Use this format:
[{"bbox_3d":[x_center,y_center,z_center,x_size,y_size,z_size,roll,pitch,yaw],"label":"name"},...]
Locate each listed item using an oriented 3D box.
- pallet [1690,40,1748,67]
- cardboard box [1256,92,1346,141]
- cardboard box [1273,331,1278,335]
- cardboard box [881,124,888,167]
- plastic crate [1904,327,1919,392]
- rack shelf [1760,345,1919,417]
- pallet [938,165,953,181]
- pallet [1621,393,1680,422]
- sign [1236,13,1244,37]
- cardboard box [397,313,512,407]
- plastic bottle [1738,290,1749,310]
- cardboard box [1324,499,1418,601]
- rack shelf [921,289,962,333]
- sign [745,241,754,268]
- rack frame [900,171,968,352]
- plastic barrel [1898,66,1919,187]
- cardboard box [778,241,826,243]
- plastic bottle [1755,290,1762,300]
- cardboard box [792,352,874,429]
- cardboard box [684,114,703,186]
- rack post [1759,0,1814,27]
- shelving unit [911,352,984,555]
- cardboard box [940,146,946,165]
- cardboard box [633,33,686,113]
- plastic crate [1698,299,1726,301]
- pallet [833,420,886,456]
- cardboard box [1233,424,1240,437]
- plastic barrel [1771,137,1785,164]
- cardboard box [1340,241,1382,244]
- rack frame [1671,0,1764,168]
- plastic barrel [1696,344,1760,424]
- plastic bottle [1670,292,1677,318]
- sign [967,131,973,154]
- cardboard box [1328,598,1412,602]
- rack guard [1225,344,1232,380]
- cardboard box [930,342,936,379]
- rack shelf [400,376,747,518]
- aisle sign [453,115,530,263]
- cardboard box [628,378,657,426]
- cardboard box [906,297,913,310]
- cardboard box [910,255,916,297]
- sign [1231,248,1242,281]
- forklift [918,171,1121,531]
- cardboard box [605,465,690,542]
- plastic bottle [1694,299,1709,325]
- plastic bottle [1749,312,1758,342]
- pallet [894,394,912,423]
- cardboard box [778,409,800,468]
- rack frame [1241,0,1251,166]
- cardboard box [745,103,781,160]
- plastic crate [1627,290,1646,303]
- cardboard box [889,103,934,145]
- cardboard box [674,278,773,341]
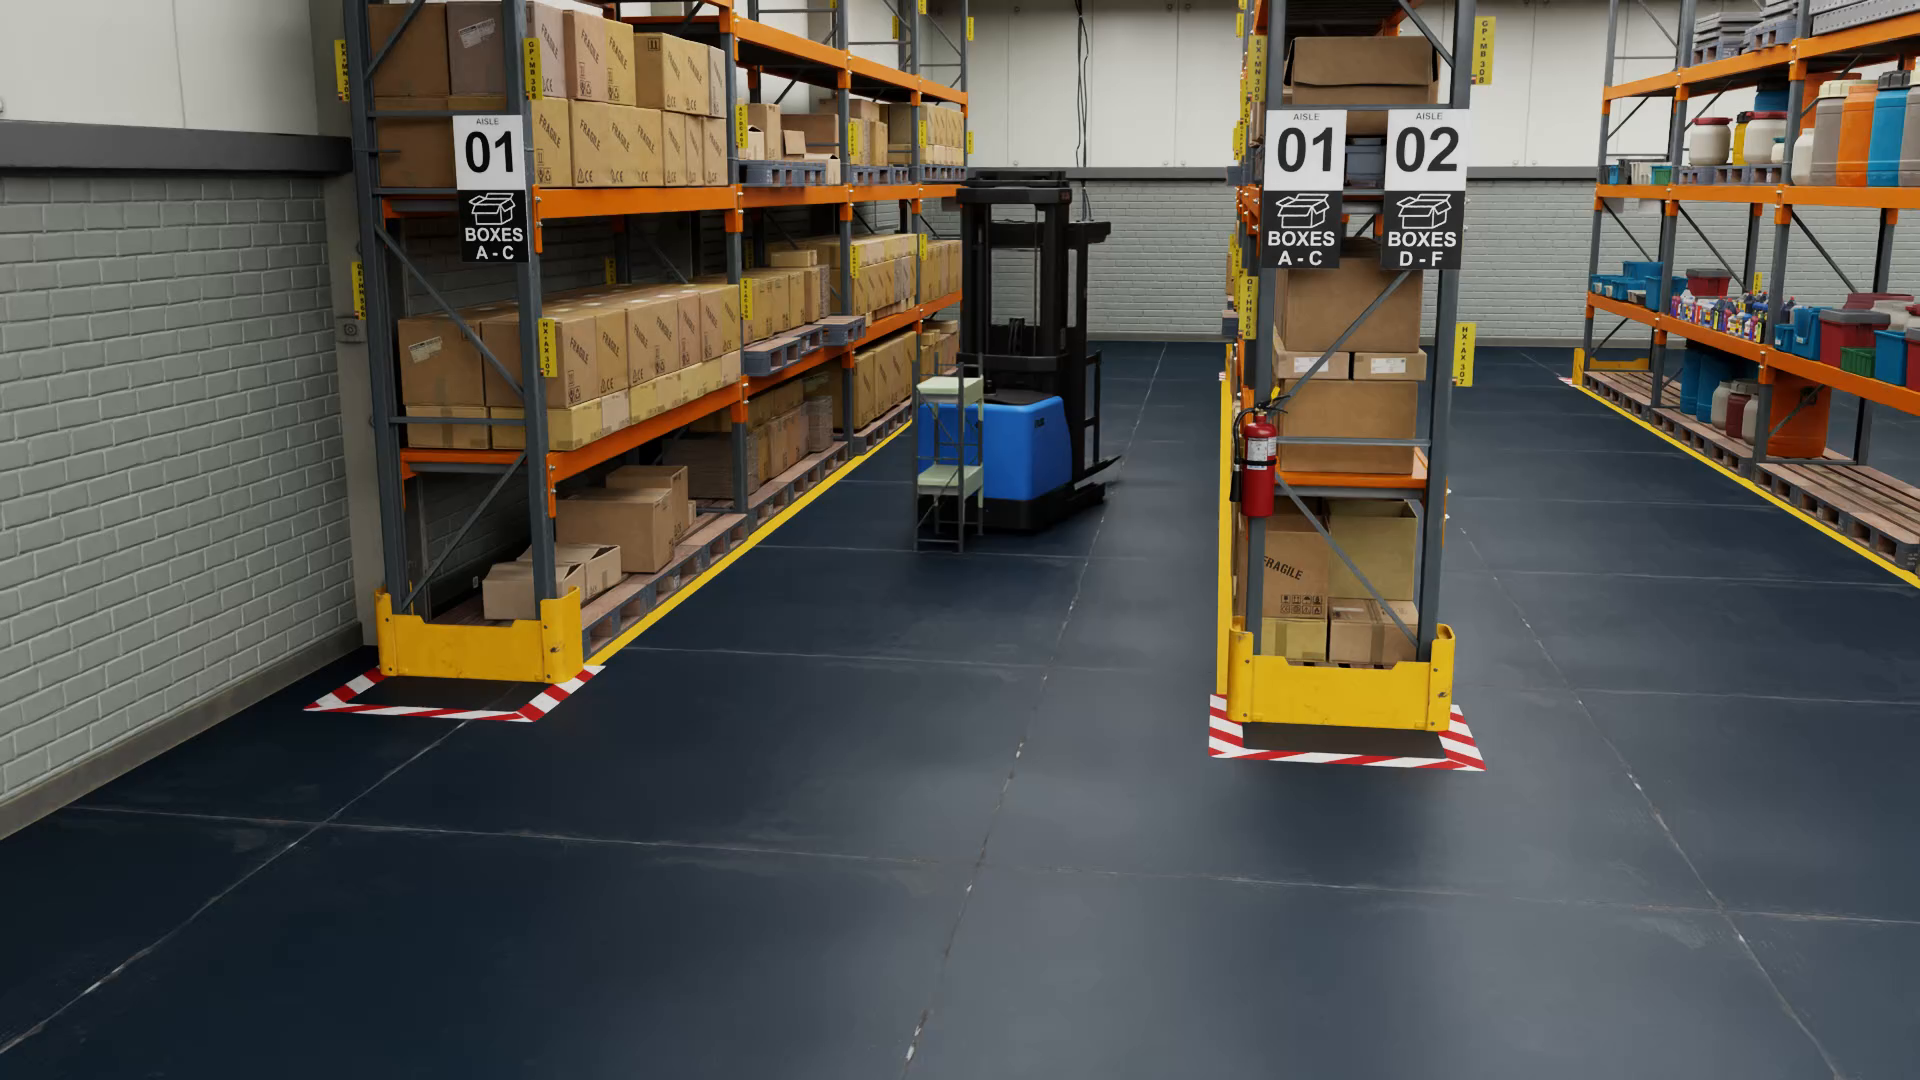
[{"bbox_3d":[8.688,-5.320,18.217,1.003,0.211,1.213,2,12,9],"label":"pallet"},{"bbox_3d":[1.962,-2.427,9.540,0.500,0.250,0.500,2,12,9],"label":"cardboard box"},{"bbox_3d":[2.075,-1.178,10.063,0.380,0.149,0.250,2,12,10],"label":"cardboard box"},{"bbox_3d":[-1.248,-4.720,19.873,0.700,0.500,0.500,1,12,6],"label":"cardboard box"},{"bbox_3d":[7.327,-1.325,12.370,0.402,0.464,0.583,2,12,9],"label":"plastic crate"},{"bbox_3d":[7.862,-1.248,13.871,1.077,0.370,4.000,2,12,9],"label":"rack shelf"},{"bbox_3d":[-0.678,-5.016,22.737,1.003,0.211,1.213,2,12,9],"label":"pallet"},{"bbox_3d":[8.860,-1.640,20.600,1.003,0.211,1.213,2,12,9],"label":"pallet"},{"bbox_3d":[3.970,-7.288,23.545,0.100,0.325,0.005,2,12,9],"label":"sign"},{"bbox_3d":[-2.987,-1.079,9.911,0.500,0.500,0.500,2,12,8],"label":"cardboard box"},{"bbox_3d":[8.824,-2.627,18.680,0.144,0.351,0.185,2,12,9],"label":"plastic bottle"},{"bbox_3d":[2.423,0.052,9.882,0.500,0.500,0.500,2,12,9],"label":"cardboard box"},{"bbox_3d":[-0.697,-3.234,23.088,1.077,0.370,4.000,2,12,9],"label":"rack shelf"},{"bbox_3d":[-2.168,-2.920,17.174,0.100,0.325,0.005,2,12,9],"label":"sign"},{"bbox_3d":[-0.389,-4.002,24.944,1.000,3.000,0.127,2,12,9],"label":"rack frame"},{"bbox_3d":[7.519,-3.144,12.650,0.600,0.901,0.600,0,12,0],"label":"plastic barrel"},{"bbox_3d":[-1.723,-3.118,18.070,0.500,0.250,0.500,1,12,7],"label":"cardboard box"},{"bbox_3d":[8.967,-2.622,18.659,0.144,0.351,0.185,2,12,9],"label":"plastic bottle"},{"bbox_3d":[-1.377,-1.640,18.089,0.750,0.750,0.750,2,12,8],"label":"cardboard box"},{"bbox_3d":[-2.158,-2.811,12.012,0.500,0.500,0.500,1,12,4],"label":"cardboard box"},{"bbox_3d":[8.241,-5.064,15.809,0.954,0.300,0.937,2,12,9],"label":"rack post"},{"bbox_3d":[-0.091,-0.701,13.186,0.431,1.500,0.755,3,12,12],"label":"shelving unit"},{"bbox_3d":[-0.473,-5.165,22.339,0.500,0.250,0.500,2,12,7],"label":"cardboard box"},{"bbox_3d":[-2.188,-3.181,11.357,0.500,0.500,0.500,1,12,7],"label":"cardboard box"},{"bbox_3d":[8.998,-2.841,20.040,0.396,0.136,0.243,2,12,9],"label":"plastic crate"},{"bbox_3d":[-1.424,-1.135,18.260,1.003,0.211,1.213,2,12,9],"label":"pallet"},{"bbox_3d":[2.673,-0.890,14.702,0.500,0.311,0.500,2,12,8],"label":"cardboard box"},{"bbox_3d":[8.190,-3.848,16.439,0.301,0.262,0.301,0,12,0],"label":"plastic barrel"},{"bbox_3d":[2.445,-1.725,11.063,0.700,0.500,0.500,2,12,9],"label":"cardboard box"},{"bbox_3d":[8.785,-5.781,18.958,1.000,3.000,0.127,2,12,9],"label":"rack frame"},{"bbox_3d":[8.575,-1.768,18.560,0.600,0.901,0.708,2,12,9],"label":"plastic barrel"},{"bbox_3d":[8.307,-2.729,19.313,0.061,0.283,0.133,2,12,9],"label":"plastic bottle"},{"bbox_3d":[0.145,-5.842,24.448,0.100,0.325,0.005,2,12,9],"label":"sign"},{"bbox_3d":[2.421,0.419,9.961,0.500,0.250,0.500,2,12,9],"label":"cardboard box"},{"bbox_3d":[4.495,-2.605,24.392,1.175,0.500,0.348,2,12,9],"label":"rack guard"},{"bbox_3d":[-0.707,-2.410,22.491,0.700,0.500,0.500,2,12,8],"label":"cardboard box"},{"bbox_3d":[-2.542,-0.736,11.496,1.077,0.370,4.000,2,12,9],"label":"rack shelf"},{"bbox_3d":[-2.564,-1.918,9.100,0.394,0.787,0.004,2,12,9],"label":"aisle sign"},{"bbox_3d":[-2.311,-0.914,10.921,0.500,0.250,0.500,2,12,8],"label":"cardboard box"},{"bbox_3d":[-0.792,-2.924,20.488,0.380,0.149,0.250,2,12,10],"label":"cardboard box"},{"bbox_3d":[-0.826,-3.269,20.552,0.500,0.500,0.500,2,12,8],"label":"cardboard box"},{"bbox_3d":[2.738,-2.720,16.434,0.100,0.325,0.005,2,12,9],"label":"sign"},{"bbox_3d":[0.674,-1.778,14.785,1.130,2.935,3.031,5,13,22],"label":"forklift"},{"bbox_3d":[-2.355,-0.280,12.561,0.500,0.500,0.500,1,12,4],"label":"cardboard box"},{"bbox_3d":[8.195,-2.511,18.319,0.152,0.276,0.135,2,12,9],"label":"plastic bottle"},{"bbox_3d":[7.846,-2.105,16.417,0.061,0.283,0.133,2,12,9],"label":"plastic bottle"},{"bbox_3d":[-1.048,-1.643,20.617,1.003,0.211,1.213,2,12,9],"label":"pallet"},{"bbox_3d":[-1.921,-0.970,15.766,0.700,0.500,0.500,2,12,8],"label":"cardboard box"},{"bbox_3d":[3.891,-5.942,19.707,1.000,3.000,0.127,2,12,9],"label":"rack frame"},{"bbox_3d":[-1.882,-3.593,14.689,0.500,0.500,0.500,1,12,7],"label":"cardboard box"},{"bbox_3d":[8.756,-3.121,21.339,0.293,0.136,0.466,2,12,9],"label":"plastic crate"},{"bbox_3d":[-0.618,-5.322,21.292,0.500,0.500,0.500,2,12,8],"label":"cardboard box"},{"bbox_3d":[-2.030,-1.989,14.321,0.700,0.500,0.500,3,13,14],"label":"cardboard box"}]
